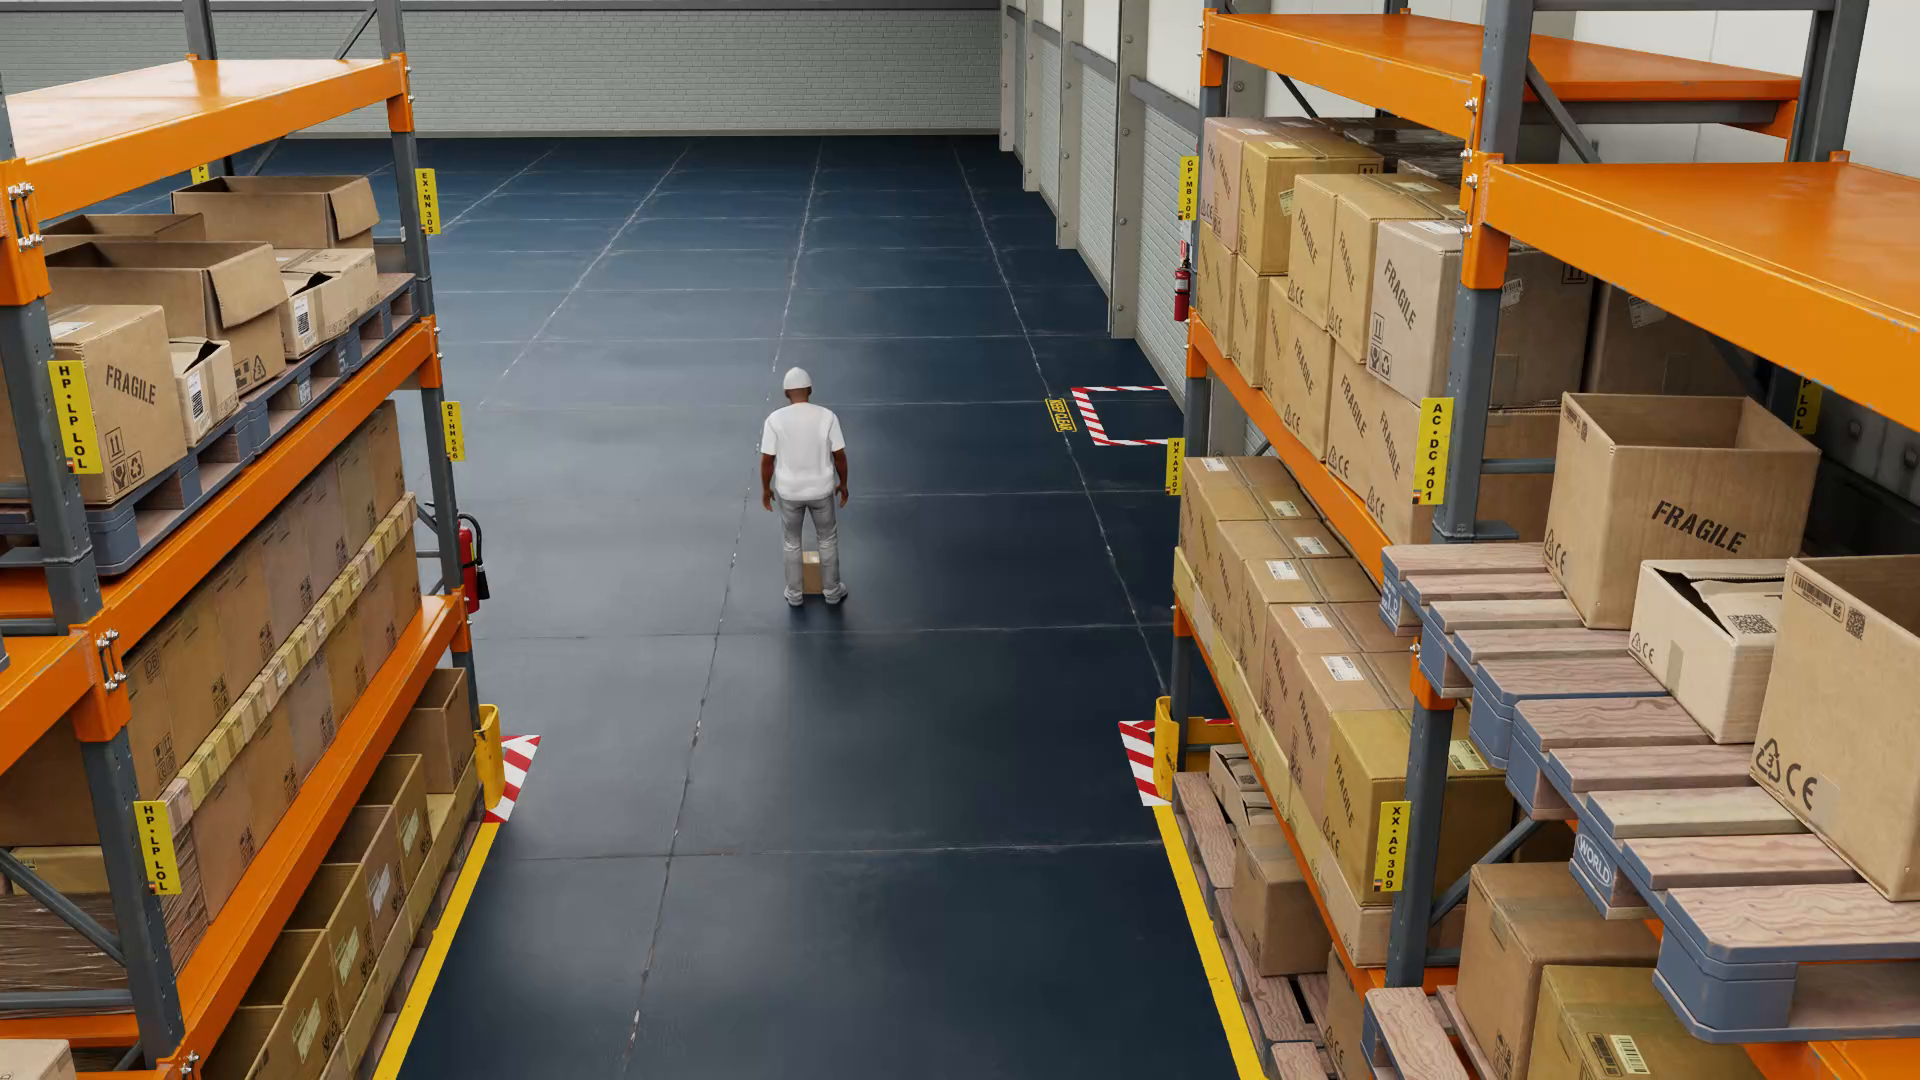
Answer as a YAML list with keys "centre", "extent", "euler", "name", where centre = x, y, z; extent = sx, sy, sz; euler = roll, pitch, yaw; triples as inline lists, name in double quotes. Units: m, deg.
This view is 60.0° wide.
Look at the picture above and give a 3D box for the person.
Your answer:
- centre: [-1.127, -0.381, 12.084]
  extent: [0.631, 1.759, 0.461]
  euler: [-2, 20, -6]
  name: "person"
